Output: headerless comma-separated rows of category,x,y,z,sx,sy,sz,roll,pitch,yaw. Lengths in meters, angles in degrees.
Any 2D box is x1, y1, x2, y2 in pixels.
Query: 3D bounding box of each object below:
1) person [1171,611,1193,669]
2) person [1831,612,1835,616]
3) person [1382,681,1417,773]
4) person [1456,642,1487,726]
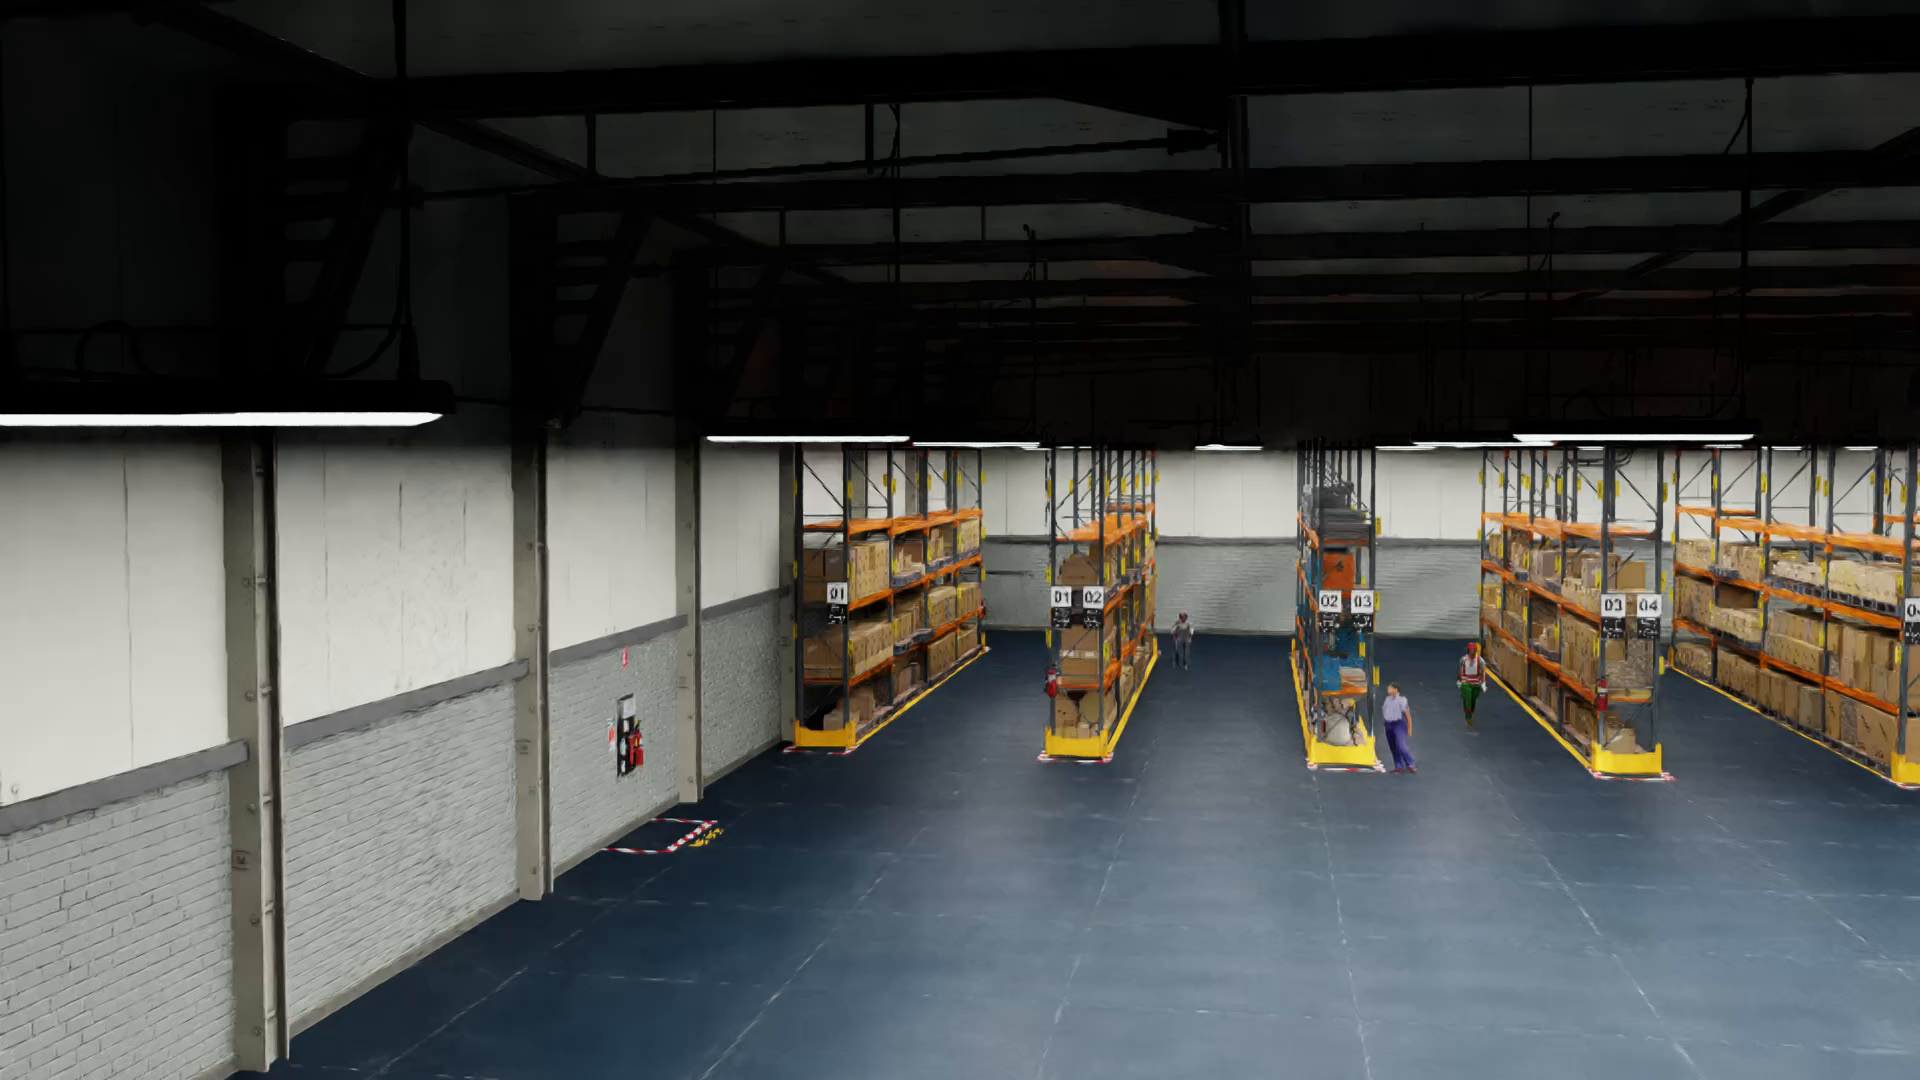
person,5.870,2.636,43.923,0.566,1.540,0.516,0,3,3
person,21.480,2.647,41.044,0.463,1.782,0.598,-1,3,-11
person,7.832,3.344,29.604,0.466,1.622,0.628,-2,4,-36
person,10.763,2.977,34.970,0.564,1.685,0.988,0,3,9
